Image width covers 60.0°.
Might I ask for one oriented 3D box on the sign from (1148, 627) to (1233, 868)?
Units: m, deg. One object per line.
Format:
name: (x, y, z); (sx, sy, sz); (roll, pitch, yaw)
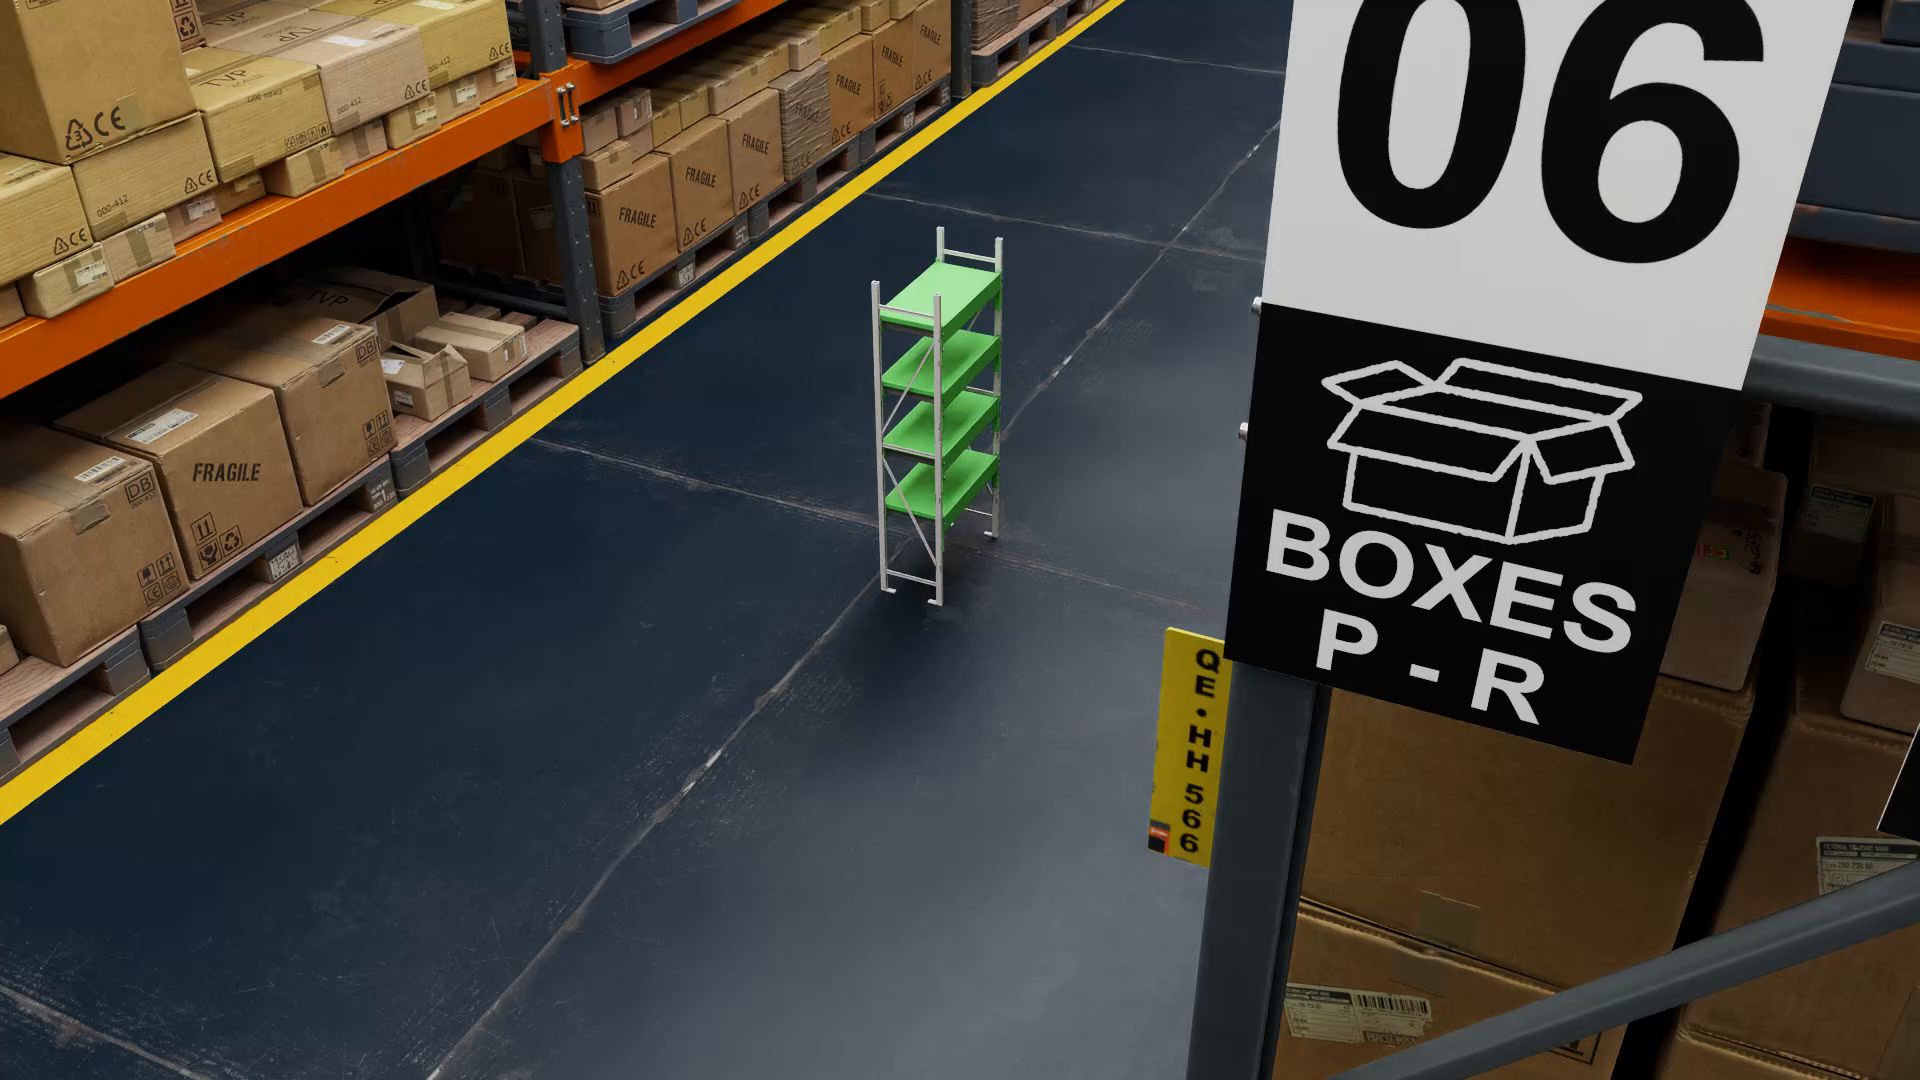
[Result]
sign: (0.269, 0.242, 1.873); (0.100, 0.325, 0.005); (14, 36, 20)

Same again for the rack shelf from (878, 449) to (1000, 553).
rack shelf: (-0.069, -0.165, 5.962); (0.258, 0.148, 0.480); (14, 36, 20)

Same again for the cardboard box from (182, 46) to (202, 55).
cardboard box: (-2.954, -1.541, 5.731); (0.500, 0.250, 0.500); (15, 36, 22)

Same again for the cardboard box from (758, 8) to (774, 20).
cardboard box: (-1.273, -2.995, 9.387); (0.380, 0.149, 0.250); (13, 35, 18)

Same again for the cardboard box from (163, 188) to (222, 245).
cardboard box: (-2.646, -1.086, 5.400); (0.380, 0.149, 0.250); (14, 36, 20)

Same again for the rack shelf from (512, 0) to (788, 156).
rack shelf: (-1.243, -2.867, 8.544); (1.077, 0.370, 4.000); (14, 36, 20)

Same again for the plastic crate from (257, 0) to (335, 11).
plastic crate: (-2.532, -2.049, 6.505); (0.505, 0.250, 0.505); (14, 36, 20)

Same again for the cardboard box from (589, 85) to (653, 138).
cardboard box: (-1.623, -1.956, 7.532); (0.380, 0.149, 0.250); (12, 35, 18)

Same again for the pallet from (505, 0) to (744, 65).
pallet: (-1.646, -2.465, 7.449); (1.003, 0.211, 1.213); (14, 36, 20)

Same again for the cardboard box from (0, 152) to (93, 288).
cardboard box: (-2.899, -0.910, 4.768); (0.500, 0.250, 0.500); (13, 36, 20)

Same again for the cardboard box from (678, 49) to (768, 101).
cardboard box: (-1.199, -2.356, 8.413); (0.380, 0.149, 0.250); (15, 36, 22)

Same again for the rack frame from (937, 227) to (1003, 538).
rack frame: (0.033, -0.541, 5.981); (0.240, 1.200, 0.015); (14, 36, 20)

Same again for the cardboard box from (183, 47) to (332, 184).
cardboard box: (-2.488, -1.426, 5.555); (0.500, 0.250, 0.500); (14, 36, 20)

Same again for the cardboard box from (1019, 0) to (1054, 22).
cardboard box: (0.133, -3.982, 11.369); (0.875, 0.625, 0.625); (15, 36, 22)

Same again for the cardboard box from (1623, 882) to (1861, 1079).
cardboard box: (1.218, 0.742, 2.292); (0.500, 0.500, 0.500); (14, 36, 20)

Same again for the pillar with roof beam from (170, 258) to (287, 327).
pillar with roof beam: (0.720, -3.553, 3.463); (9.100, 9.000, 0.400); (14, 36, 20)

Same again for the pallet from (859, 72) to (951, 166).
pallet: (-0.753, -2.635, 10.076); (1.003, 0.211, 1.213); (14, 36, 20)

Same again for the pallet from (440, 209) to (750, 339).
pallet: (-1.774, -1.420, 8.223); (1.003, 0.211, 1.213); (14, 36, 20)

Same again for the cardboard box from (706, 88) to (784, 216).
cardboard box: (-1.247, -2.007, 8.472); (0.500, 0.500, 0.500); (13, 35, 19)

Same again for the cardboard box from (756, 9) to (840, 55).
cardboard box: (-0.875, -2.752, 9.017); (0.380, 0.149, 0.250); (14, 36, 20)

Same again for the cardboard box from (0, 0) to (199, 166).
cardboard box: (-2.692, -1.467, 4.933); (0.500, 0.500, 0.500); (15, 36, 22)

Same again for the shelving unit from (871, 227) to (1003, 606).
shelving unit: (-0.069, -0.419, 5.795); (0.258, 1.200, 0.503); (14, 36, 20)

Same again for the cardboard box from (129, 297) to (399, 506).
cardboard box: (-2.584, -0.527, 6.215); (0.700, 0.500, 0.500); (13, 35, 19)

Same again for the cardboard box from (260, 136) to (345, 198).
cardboard box: (-2.376, -1.323, 5.761); (0.380, 0.149, 0.250); (14, 36, 20)

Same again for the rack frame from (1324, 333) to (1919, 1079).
rack frame: (0.753, 0.956, 2.056); (0.949, 2.616, 0.053); (14, 36, 20)

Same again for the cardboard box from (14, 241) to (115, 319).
cardboard box: (-2.783, -0.806, 4.973); (0.380, 0.149, 0.250); (13, 35, 19)

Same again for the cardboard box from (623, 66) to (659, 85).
cardboard box: (-1.742, -2.337, 8.383); (0.380, 0.149, 0.250); (15, 36, 22)

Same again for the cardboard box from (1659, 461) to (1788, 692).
cardboard box: (0.725, 0.001, 1.918); (0.380, 0.149, 0.250); (15, 36, 21)

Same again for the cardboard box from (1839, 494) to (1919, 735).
cardboard box: (1.156, 0.112, 1.749); (0.380, 0.149, 0.250); (15, 36, 21)

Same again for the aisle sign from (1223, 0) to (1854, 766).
aisle sign: (0.445, -0.166, 1.396); (0.394, 0.787, 0.004); (14, 36, 20)

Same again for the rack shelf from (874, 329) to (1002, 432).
rack shelf: (-0.069, -0.567, 5.699); (0.258, 0.148, 0.480); (14, 36, 20)

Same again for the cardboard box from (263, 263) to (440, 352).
cardboard box: (-2.571, -0.949, 7.030); (0.500, 0.311, 0.500); (15, 36, 22)

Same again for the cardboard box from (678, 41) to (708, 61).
cardboard box: (-1.552, -2.597, 8.780); (0.380, 0.149, 0.250); (13, 35, 19)

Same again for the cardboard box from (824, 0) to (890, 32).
cardboard box: (-0.619, -2.998, 9.391); (0.380, 0.149, 0.250); (13, 35, 19)

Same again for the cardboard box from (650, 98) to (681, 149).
cardboard box: (-1.546, -1.978, 7.835); (0.380, 0.149, 0.250); (12, 35, 18)
